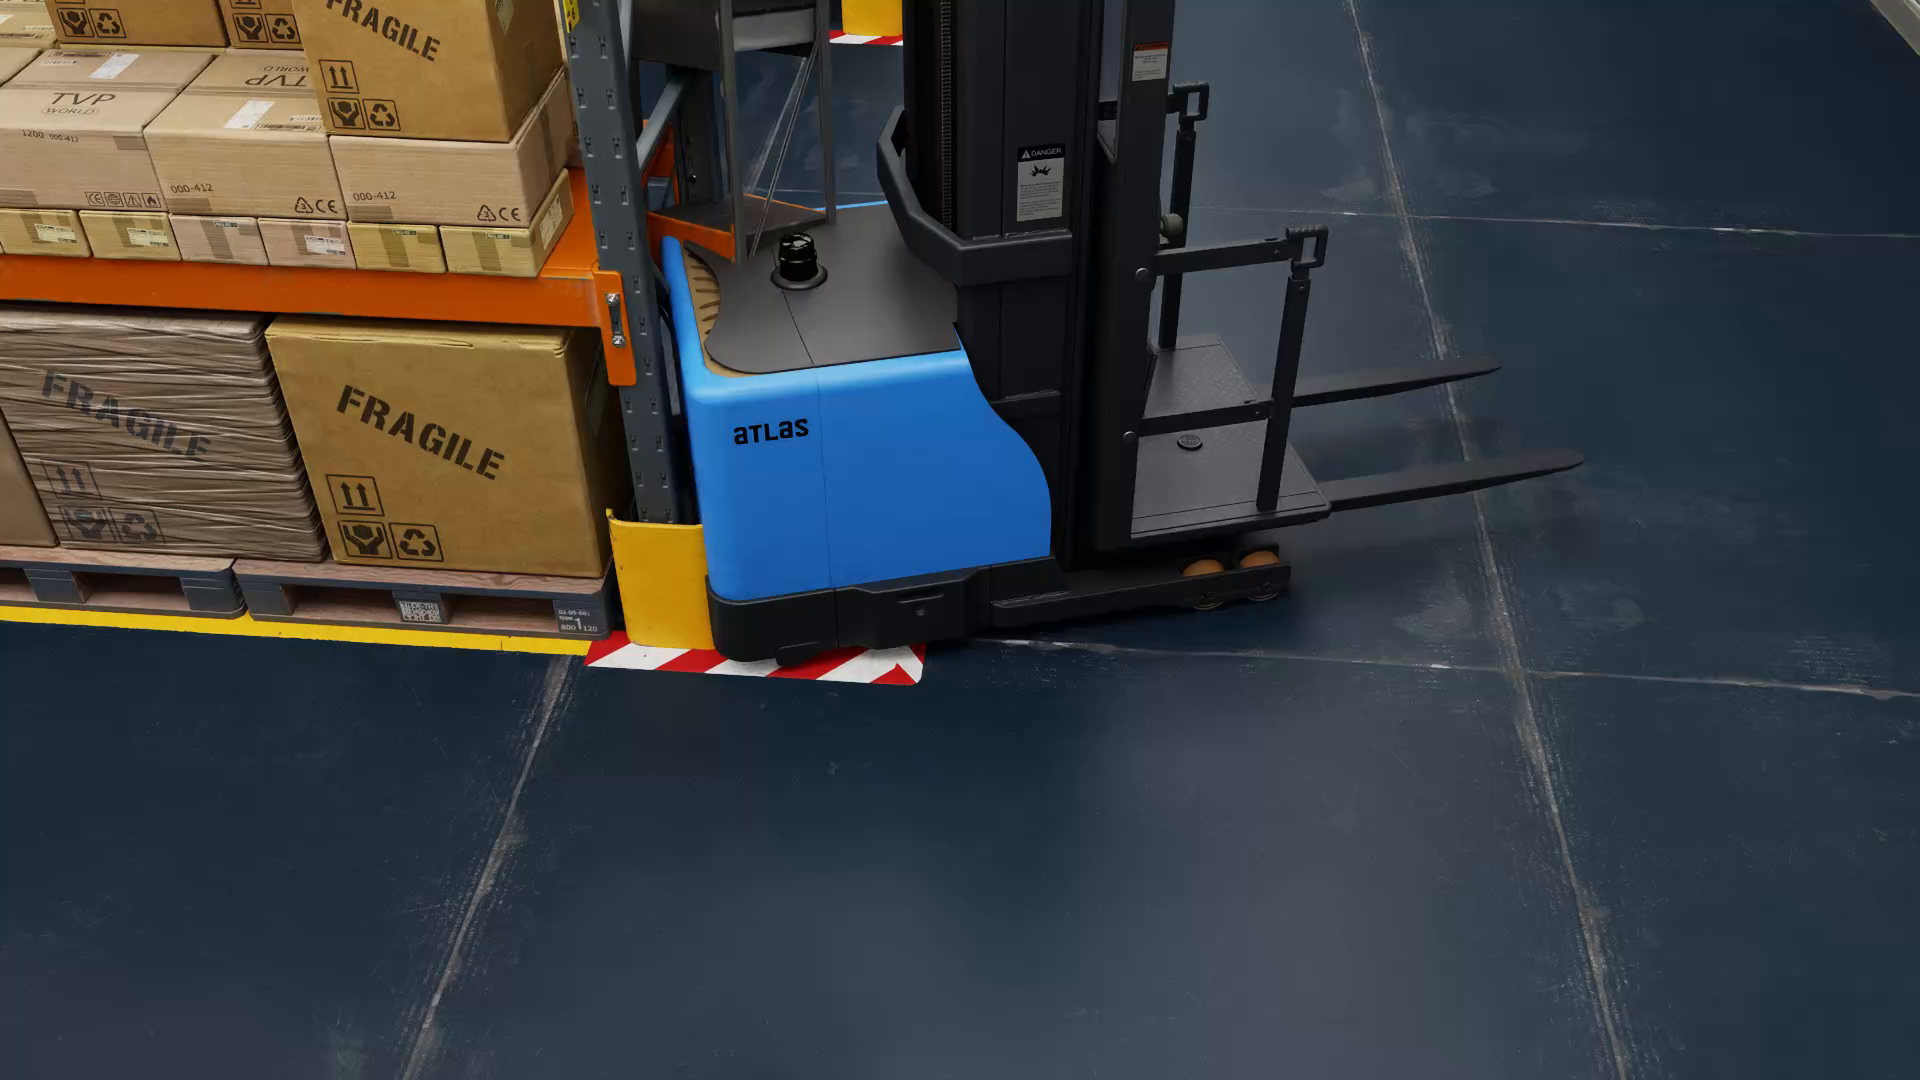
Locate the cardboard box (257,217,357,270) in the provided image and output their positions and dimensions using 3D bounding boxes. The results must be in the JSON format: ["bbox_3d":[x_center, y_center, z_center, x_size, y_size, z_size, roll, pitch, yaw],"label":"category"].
[{"bbox_3d":[-1.778,-0.929,4.714,0.250,0.149,0.380,3,39,4],"label":"cardboard box"}]

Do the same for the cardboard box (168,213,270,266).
[{"bbox_3d":[-2.027,-0.943,4.731,0.250,0.149,0.380,4,39,5],"label":"cardboard box"}]

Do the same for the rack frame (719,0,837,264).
[{"bbox_3d":[-0.533,-0.779,5.208,0.015,2.100,0.400,21,32,40],"label":"rack frame"}]

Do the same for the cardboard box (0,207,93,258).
[{"bbox_3d":[-2.544,-0.970,4.764,0.250,0.149,0.380,3,39,4],"label":"cardboard box"}]

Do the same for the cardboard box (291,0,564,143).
[{"bbox_3d":[-1.393,-1.396,4.378,0.500,0.500,0.500,4,39,4],"label":"cardboard box"}]

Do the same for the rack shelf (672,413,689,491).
[{"bbox_3d":[-0.701,-0.196,5.656,0.480,0.518,0.431,21,32,40],"label":"rack shelf"}]

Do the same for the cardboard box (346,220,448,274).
[{"bbox_3d":[-1.527,-0.914,4.696,0.250,0.149,0.380,4,39,4],"label":"cardboard box"}]

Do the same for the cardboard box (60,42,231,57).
[{"bbox_3d":[-2.358,-1.493,5.092,0.500,0.250,0.500,2,39,2],"label":"cardboard box"}]

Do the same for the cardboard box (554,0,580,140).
[{"bbox_3d":[-1.340,-1.440,5.026,0.500,0.250,0.500,2,39,3],"label":"cardboard box"}]

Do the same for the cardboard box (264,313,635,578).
[{"bbox_3d":[-1.529,-0.510,5.351,0.875,0.875,0.875,3,39,4],"label":"cardboard box"}]

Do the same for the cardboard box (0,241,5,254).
[{"bbox_3d":[-2.791,-0.985,4.783,0.250,0.149,0.380,4,39,5],"label":"cardboard box"}]

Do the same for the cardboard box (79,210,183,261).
[{"bbox_3d":[-2.286,-0.956,4.747,0.250,0.149,0.380,2,39,3],"label":"cardboard box"}]

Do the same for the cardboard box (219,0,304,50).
[{"bbox_3d":[-1.838,-1.758,4.822,0.500,0.500,0.500,2,39,3],"label":"cardboard box"}]

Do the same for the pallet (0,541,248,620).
[{"bbox_3d":[-2.900,-0.167,5.788,1.213,0.211,1.003,3,39,4],"label":"pallet"}]

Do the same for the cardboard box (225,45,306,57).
[{"bbox_3d":[-1.858,-1.464,5.055,0.500,0.250,0.500,3,39,3],"label":"cardboard box"}]

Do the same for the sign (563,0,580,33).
[{"bbox_3d":[-0.945,-1.387,3.973,0.005,0.325,0.100,3,39,4],"label":"sign"}]

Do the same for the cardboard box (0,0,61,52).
[{"bbox_3d":[-2.879,-1.518,5.123,0.500,0.250,0.500,2,39,3],"label":"cardboard box"}]

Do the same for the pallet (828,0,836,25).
[{"bbox_3d":[-1.276,-3.289,9.624,1.213,0.211,1.003,3,39,4],"label":"pallet"}]

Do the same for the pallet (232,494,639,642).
[{"bbox_3d":[-1.688,-0.099,5.705,1.213,0.211,1.003,3,39,4],"label":"pallet"}]

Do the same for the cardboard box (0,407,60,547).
[{"bbox_3d":[-3.323,-0.608,5.471,0.875,0.875,0.875,3,39,4],"label":"cardboard box"}]

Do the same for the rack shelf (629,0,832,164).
[{"bbox_3d":[-0.713,-1.474,5.086,0.480,0.518,0.431,21,32,40],"label":"rack shelf"}]

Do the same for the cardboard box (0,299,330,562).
[{"bbox_3d":[-2.436,-0.559,5.411,0.875,0.875,0.875,3,39,4],"label":"cardboard box"}]

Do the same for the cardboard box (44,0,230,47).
[{"bbox_3d":[-2.354,-1.782,4.852,0.500,0.500,0.500,2,39,3],"label":"cardboard box"}]

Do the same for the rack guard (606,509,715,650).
[{"bbox_3d":[-0.861,-0.216,5.619,0.348,0.500,1.175,3,39,4],"label":"rack guard"}]

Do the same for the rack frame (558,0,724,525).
[{"bbox_3d":[-0.885,-1.186,4.831,0.127,3.000,1.000,3,39,4],"label":"rack frame"}]

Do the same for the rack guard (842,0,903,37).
[{"bbox_3d":[-0.432,-3.339,9.456,0.348,0.500,1.175,3,39,4],"label":"rack guard"}]

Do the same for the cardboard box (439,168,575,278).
[{"bbox_3d":[-1.268,-0.901,4.680,0.250,0.149,0.380,4,39,5],"label":"cardboard box"}]

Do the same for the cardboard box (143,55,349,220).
[{"bbox_3d":[-1.896,-1.131,4.647,0.500,0.250,0.500,2,39,3],"label":"cardboard box"}]

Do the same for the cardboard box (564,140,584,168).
[{"bbox_3d":[-1.210,-1.316,5.189,0.250,0.149,0.380,4,39,4],"label":"cardboard box"}]

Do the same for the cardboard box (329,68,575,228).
[{"bbox_3d":[-1.390,-1.103,4.612,0.500,0.250,0.500,3,39,3],"label":"cardboard box"}]

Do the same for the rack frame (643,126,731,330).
[{"bbox_3d":[-0.881,-0.916,5.522,0.015,2.100,0.400,21,32,40],"label":"rack frame"}]

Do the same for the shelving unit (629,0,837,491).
[{"bbox_3d":[-0.707,-0.847,5.365,0.503,2.100,0.431,21,32,40],"label":"shelving unit"}]

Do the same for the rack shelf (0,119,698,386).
[{"bbox_3d":[-2.877,-1.016,5.192,4.000,0.370,1.077,3,39,4],"label":"rack shelf"}]

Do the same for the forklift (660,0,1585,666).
[{"bbox_3d":[0.607,-1.225,4.934,3.031,2.935,1.130,-8,40,-10],"label":"forklift"}]

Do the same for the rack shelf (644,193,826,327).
[{"bbox_3d":[-0.707,-0.835,5.371,0.480,0.518,0.431,21,32,40],"label":"rack shelf"}]

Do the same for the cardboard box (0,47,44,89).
[{"bbox_3d":[-2.922,-1.184,4.712,0.500,0.250,0.500,3,39,4],"label":"cardboard box"}]

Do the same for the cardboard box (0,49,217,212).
[{"bbox_3d":[-2.403,-1.159,4.680,0.500,0.250,0.500,2,39,2],"label":"cardboard box"}]
